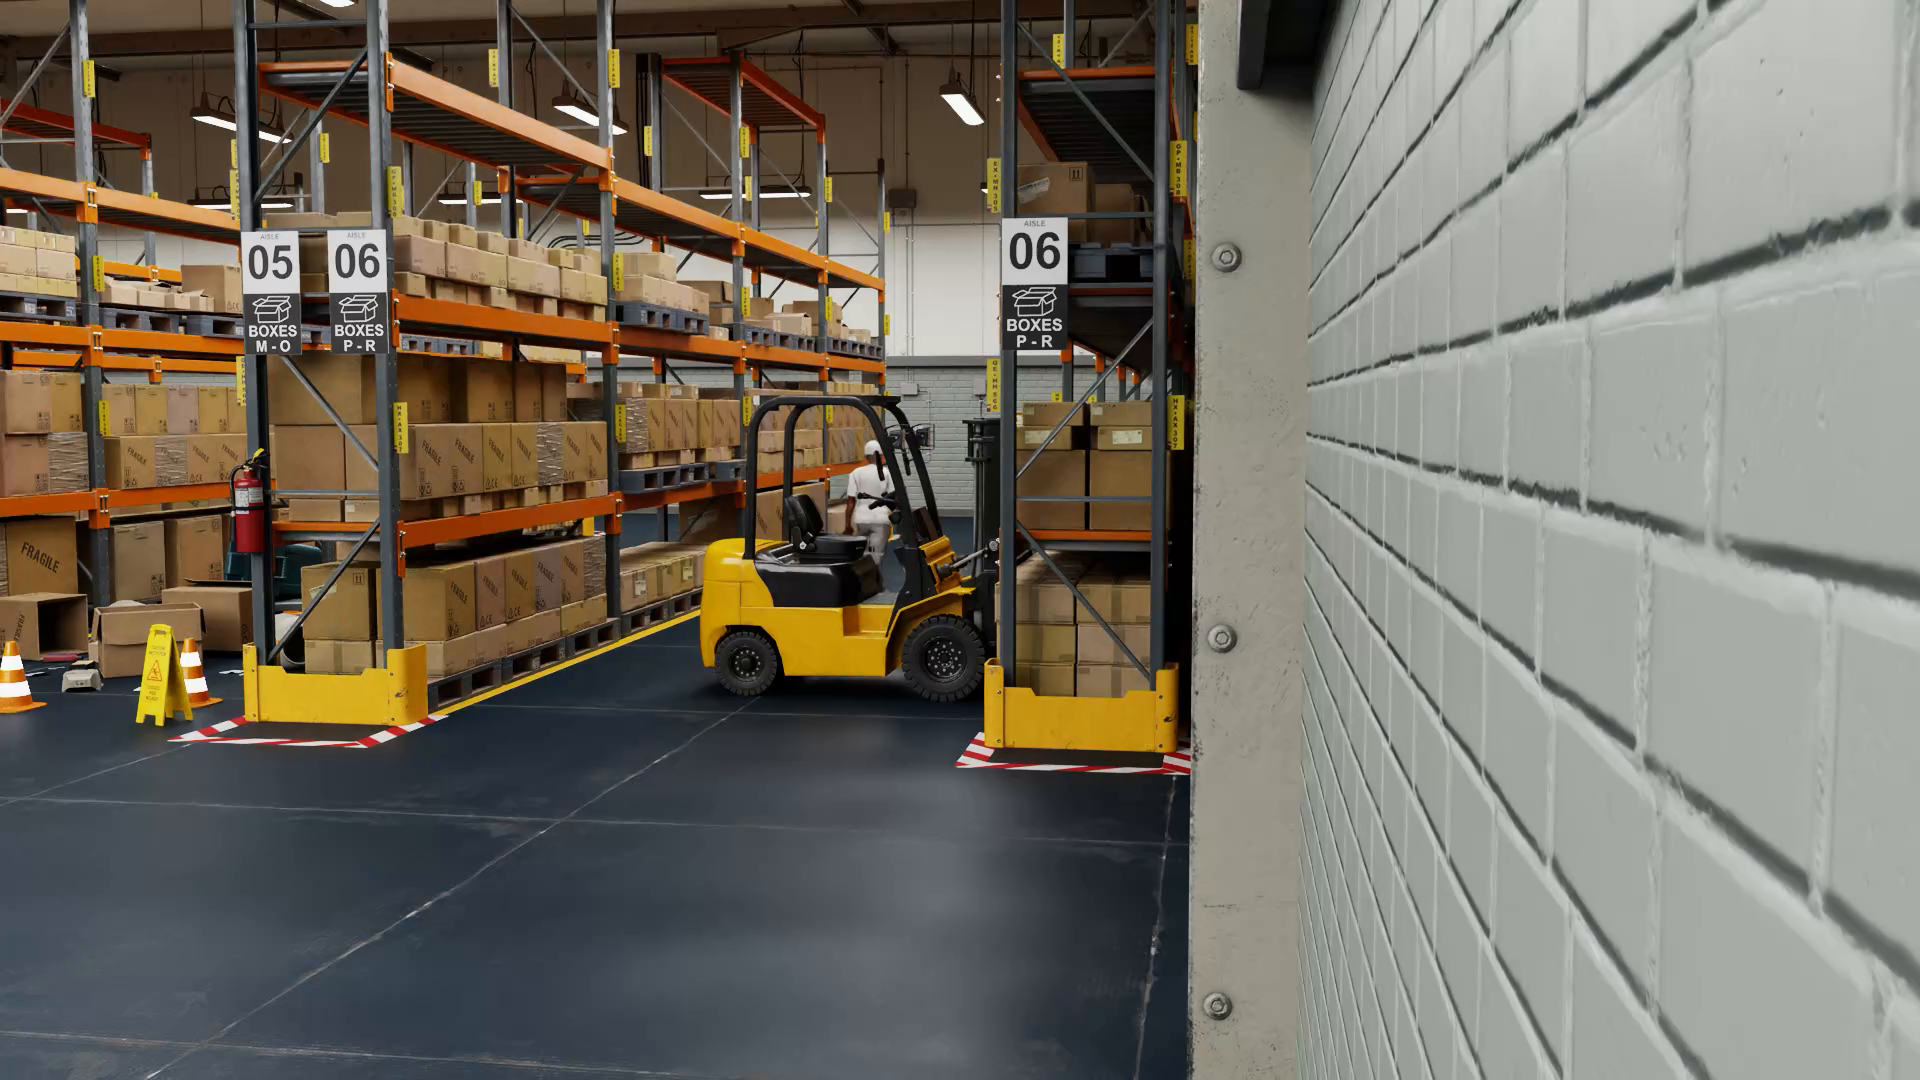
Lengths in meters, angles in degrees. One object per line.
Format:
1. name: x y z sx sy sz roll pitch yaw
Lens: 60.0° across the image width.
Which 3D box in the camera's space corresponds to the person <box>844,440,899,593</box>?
1. person: -0.894 -0.175 17.379 0.596 1.726 1.042 2 5 23
